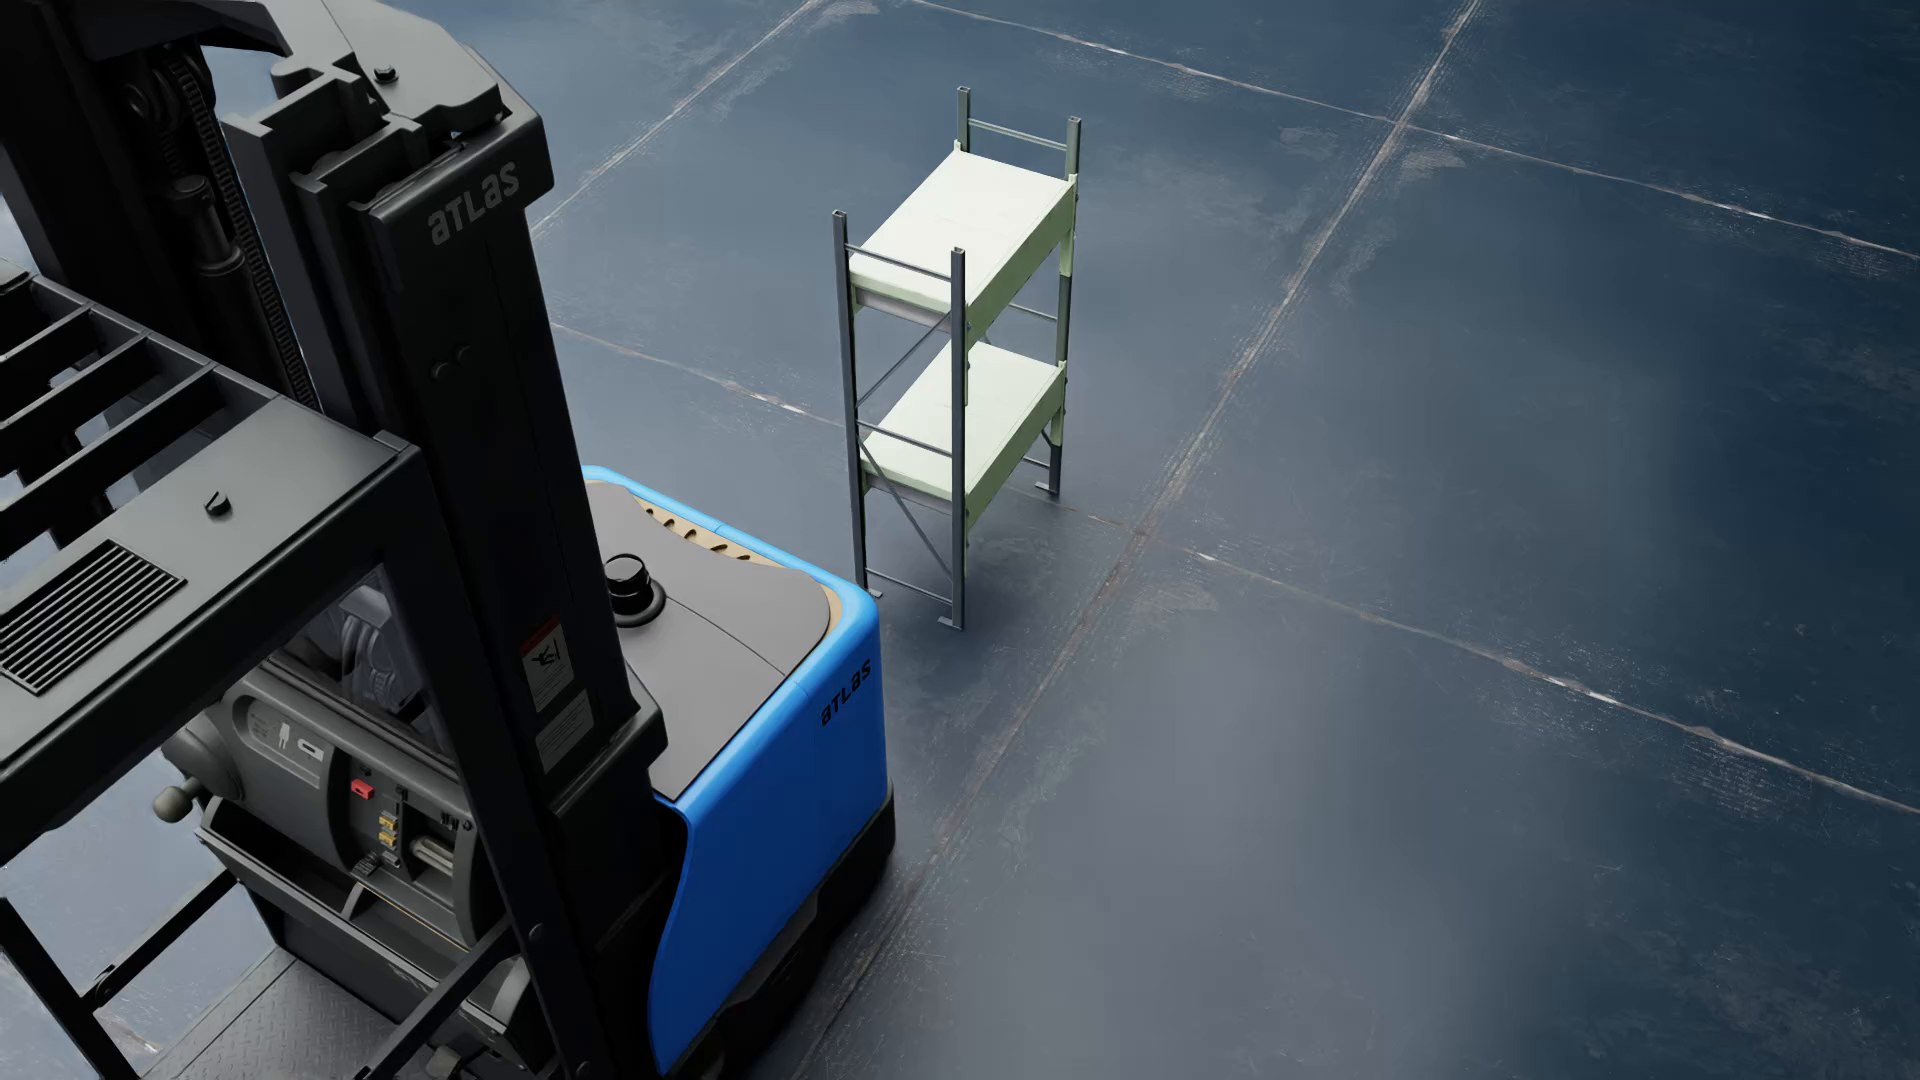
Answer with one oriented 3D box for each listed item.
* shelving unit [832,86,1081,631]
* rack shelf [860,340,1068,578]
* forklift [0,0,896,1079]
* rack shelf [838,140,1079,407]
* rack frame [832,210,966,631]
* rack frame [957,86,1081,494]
[{"bbox_3d":[0.003,-0.531,5.221,0.431,1.500,0.755,20,49,19],"label":"shelving unit"},{"bbox_3d":[0.003,-0.302,5.453,0.431,0.370,0.720,20,49,19],"label":"rack shelf"},{"bbox_3d":[-1.393,0.571,3.125,1.130,2.935,3.031,24,50,22],"label":"forklift"},{"bbox_3d":[0.003,-0.806,4.943,0.431,0.370,0.720,20,49,19],"label":"rack shelf"},{"bbox_3d":[-0.167,-0.301,4.993,0.400,1.500,0.023,20,49,19],"label":"rack frame"},{"bbox_3d":[0.173,-0.762,5.449,0.400,1.500,0.023,20,49,19],"label":"rack frame"}]
